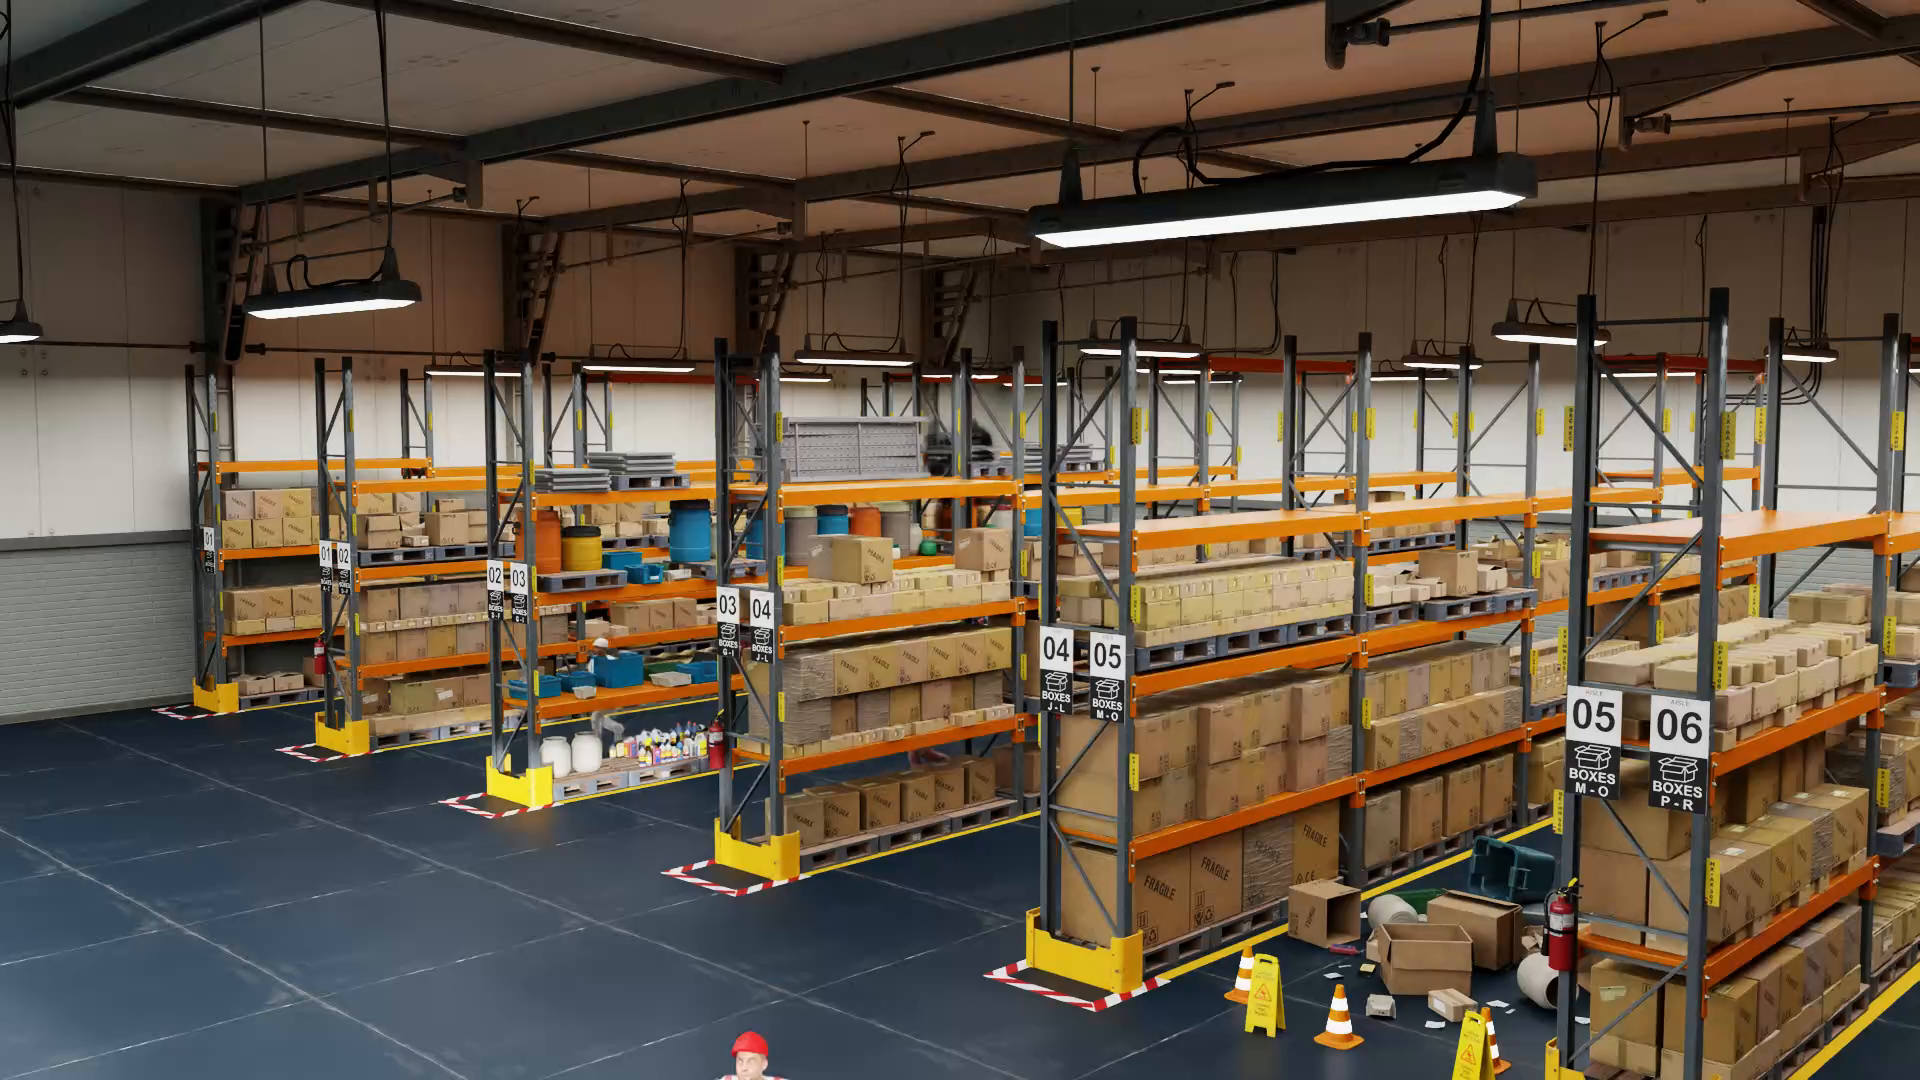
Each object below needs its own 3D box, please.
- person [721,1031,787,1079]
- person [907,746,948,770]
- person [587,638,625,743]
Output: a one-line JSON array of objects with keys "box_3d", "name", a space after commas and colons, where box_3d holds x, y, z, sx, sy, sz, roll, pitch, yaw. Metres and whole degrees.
[{"box_3d": [-1.141, 3.588, 9.250, 0.645, 1.751, 0.631, 0, 4, -2], "name": "person"}, {"box_3d": [-0.446, 2.584, 22.942, 0.784, 1.675, 0.577, -4, 6, -43], "name": "person"}, {"box_3d": [-5.433, 2.354, 25.296, 0.707, 1.755, 0.884, 4, 6, 41], "name": "person"}]
